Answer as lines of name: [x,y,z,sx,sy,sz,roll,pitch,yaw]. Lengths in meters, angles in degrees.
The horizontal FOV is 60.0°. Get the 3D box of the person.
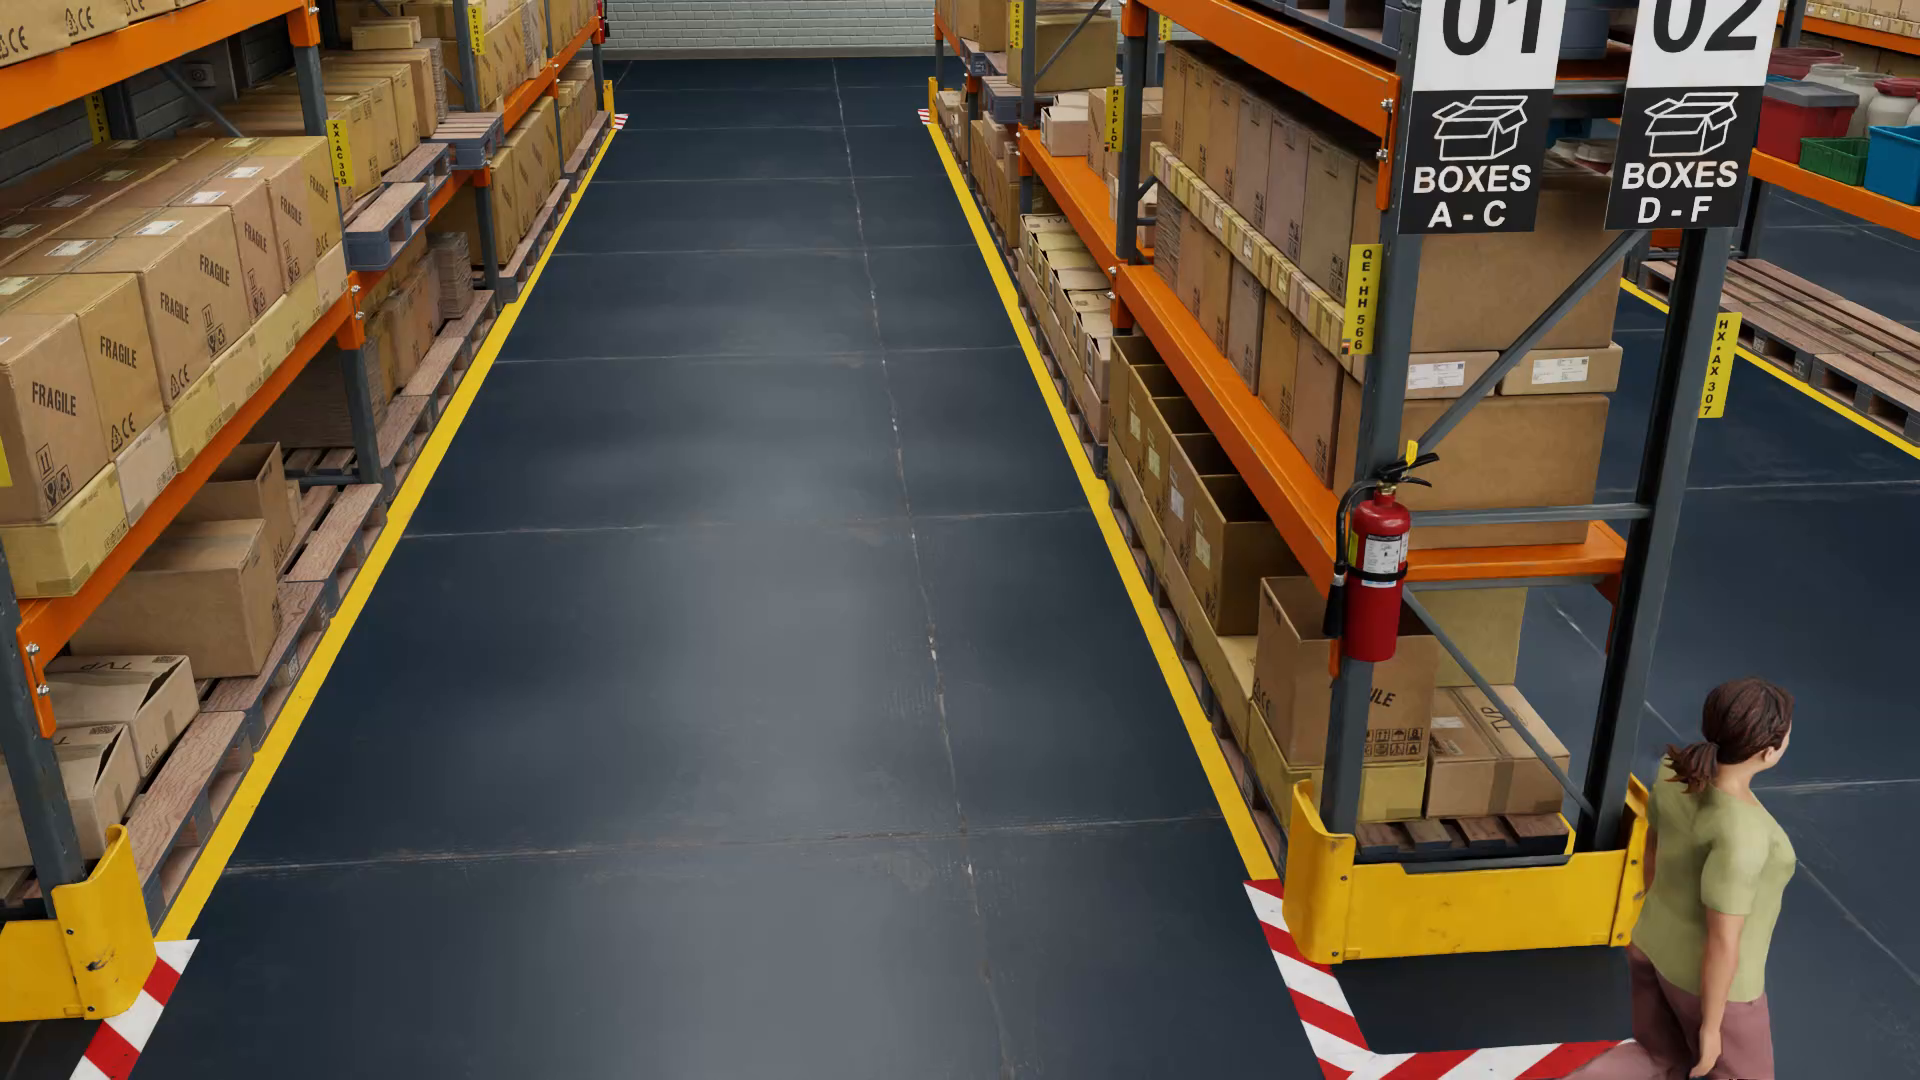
person: [1.790,1.075,4.164,0.797,1.642,0.477,-3,24,-7]
